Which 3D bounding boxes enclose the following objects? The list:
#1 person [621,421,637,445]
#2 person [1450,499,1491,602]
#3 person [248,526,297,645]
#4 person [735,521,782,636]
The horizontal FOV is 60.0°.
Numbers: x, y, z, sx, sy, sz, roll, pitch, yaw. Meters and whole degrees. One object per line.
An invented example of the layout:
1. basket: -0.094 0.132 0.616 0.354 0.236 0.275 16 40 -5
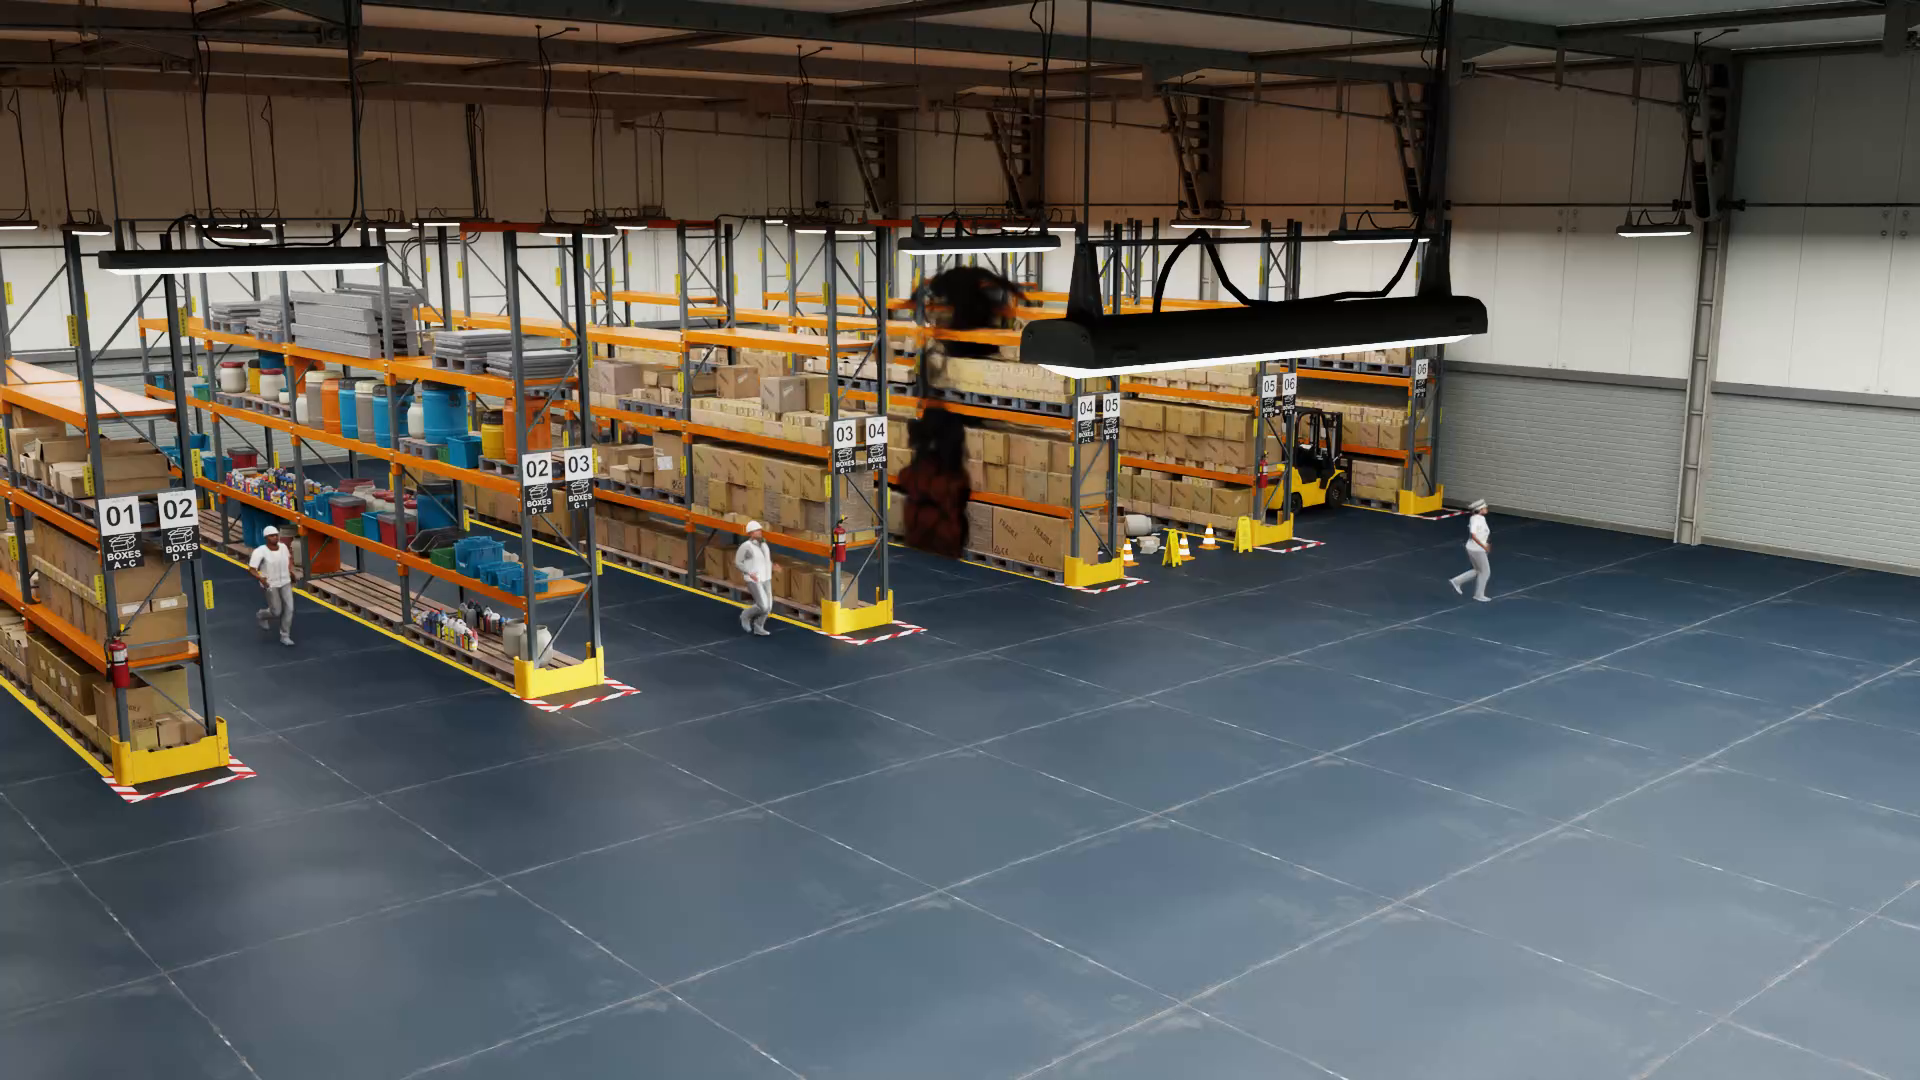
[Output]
1. person: -7.421 -1.778 36.540 1.072 1.743 0.746 11 16 43
2. person: 8.299 0.163 26.868 0.654 1.682 0.586 2 12 9
3. person: -10.023 0.650 24.325 0.771 1.744 0.699 9 15 38
4. person: -2.975 0.574 24.653 0.598 1.723 0.655 7 14 33
